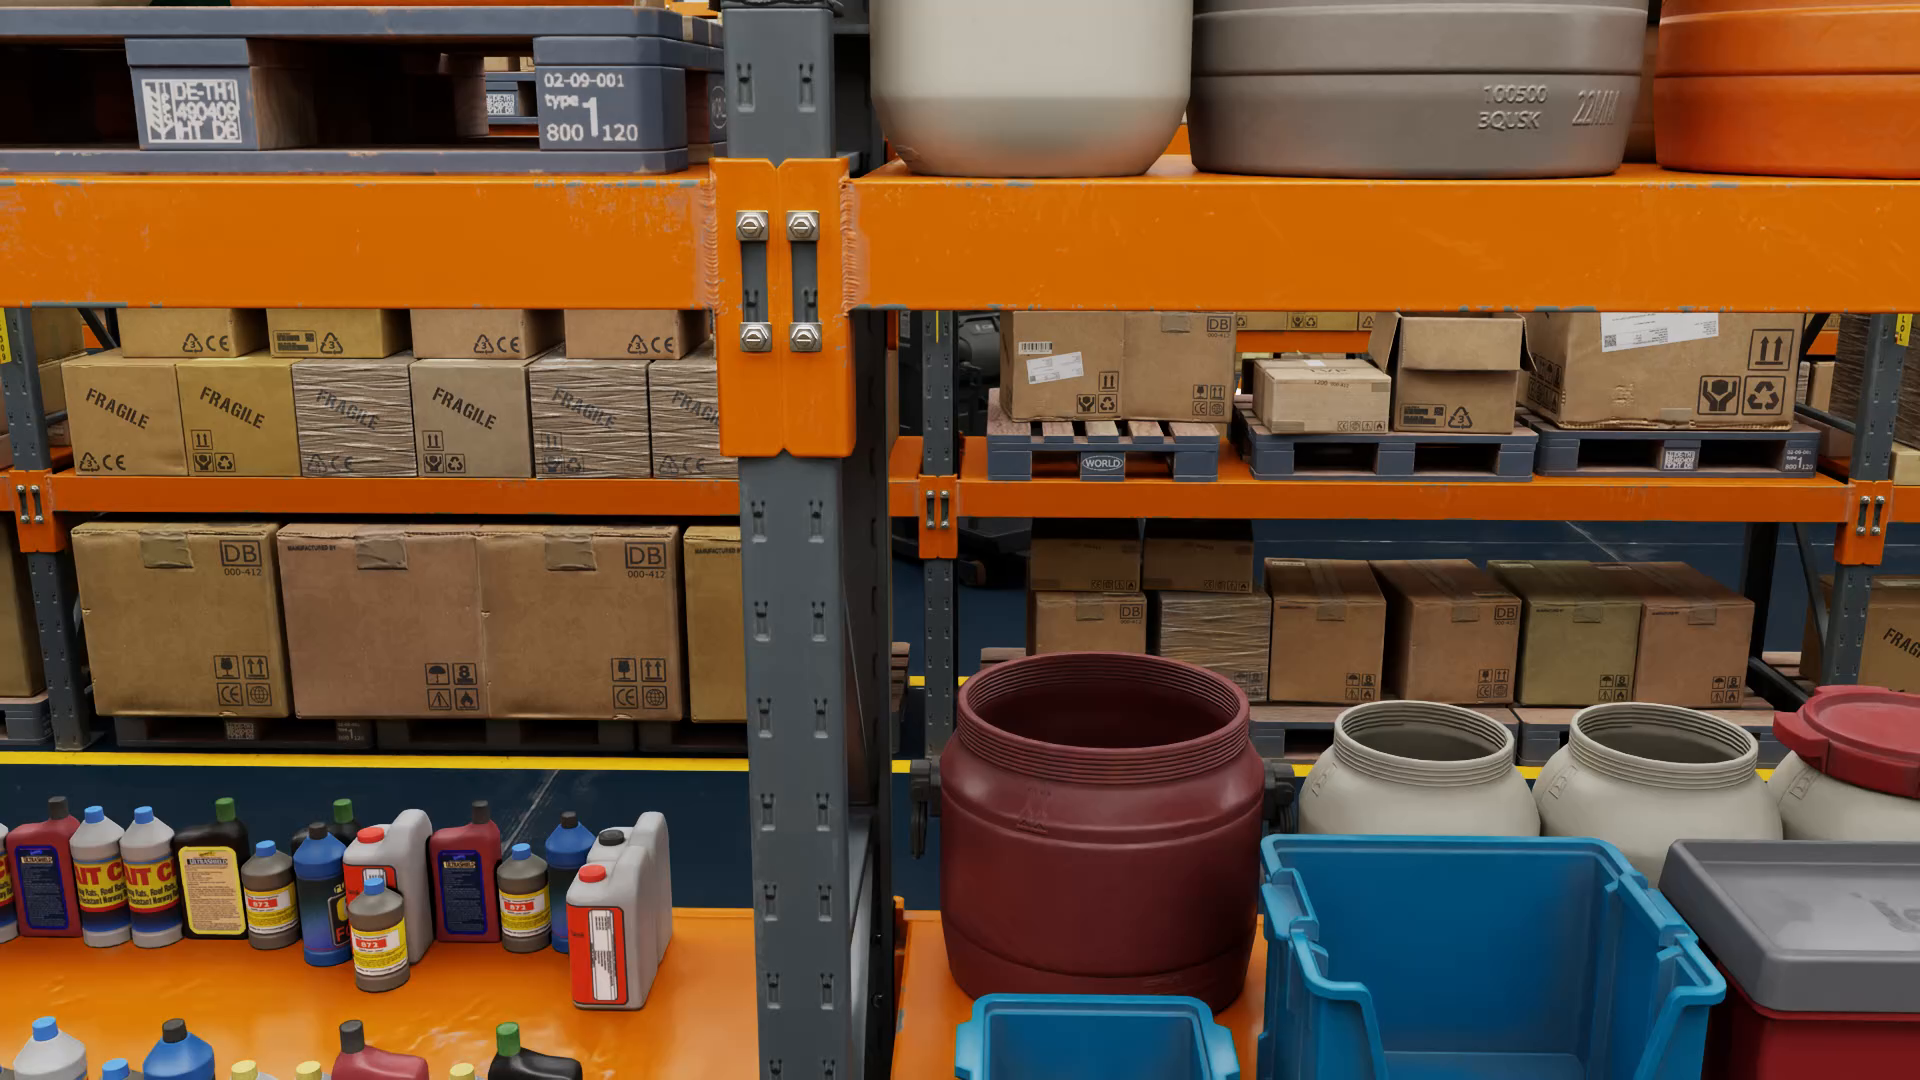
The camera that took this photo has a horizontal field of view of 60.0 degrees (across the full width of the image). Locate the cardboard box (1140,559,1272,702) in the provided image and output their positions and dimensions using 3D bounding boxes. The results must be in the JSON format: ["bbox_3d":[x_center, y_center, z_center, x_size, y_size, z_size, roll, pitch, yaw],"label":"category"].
[{"bbox_3d":[1.141,0.420,7.906,0.500,0.500,0.700,-1,15,-3],"label":"cardboard box"}]

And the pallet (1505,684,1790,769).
[{"bbox_3d":[3.137,0.794,7.916,1.213,0.211,1.003,0,15,1],"label":"pallet"}]

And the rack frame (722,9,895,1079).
[{"bbox_3d":[-0.210,0.688,2.854,0.127,3.000,1.000,0,15,1],"label":"rack frame"}]

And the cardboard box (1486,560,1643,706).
[{"bbox_3d":[2.825,0.429,7.871,0.500,0.500,0.700,0,15,1],"label":"cardboard box"}]

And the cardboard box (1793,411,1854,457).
[{"bbox_3d":[4.137,-0.502,7.854,0.250,0.149,0.380,0,15,1],"label":"cardboard box"}]

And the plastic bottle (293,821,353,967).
[{"bbox_3d":[-1.214,0.669,3.175,0.097,0.271,0.097,0,15,0],"label":"plastic bottle"}]

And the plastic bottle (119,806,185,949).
[{"bbox_3d":[-1.576,0.651,3.243,0.097,0.271,0.097,0,15,0],"label":"plastic bottle"}]

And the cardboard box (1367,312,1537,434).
[{"bbox_3d":[2.180,-0.790,7.429,0.637,0.503,0.797,2,15,7],"label":"cardboard box"}]

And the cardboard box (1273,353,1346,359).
[{"bbox_3d":[3.644,-2.012,17.414,0.625,0.372,0.950,1,15,2],"label":"cardboard box"}]

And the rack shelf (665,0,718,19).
[{"bbox_3d":[-1.707,-6.741,21.445,4.000,0.370,1.077,0,15,1],"label":"rack shelf"}]

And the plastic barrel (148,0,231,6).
[{"bbox_3d":[-1.264,-0.956,2.686,0.294,0.245,0.294,0,15,0],"label":"plastic barrel"}]

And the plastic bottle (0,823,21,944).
[{"bbox_3d":[-1.904,0.649,3.251,0.097,0.271,0.097,0,15,0],"label":"plastic bottle"}]

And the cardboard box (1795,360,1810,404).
[{"bbox_3d":[5.671,-0.963,12.450,0.875,0.875,0.875,0,15,2],"label":"cardboard box"}]

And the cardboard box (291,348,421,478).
[{"bbox_3d":[-2.626,-0.577,7.450,0.500,0.500,0.500,0,15,0],"label":"cardboard box"}]

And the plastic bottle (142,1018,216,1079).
[{"bbox_3d":[-1.166,0.848,2.499,0.097,0.271,0.097,0,15,0],"label":"plastic bottle"}]

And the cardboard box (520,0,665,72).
[{"bbox_3d":[-1.561,-2.246,7.074,0.500,0.500,0.500,1,15,4],"label":"cardboard box"}]

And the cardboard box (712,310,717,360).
[{"bbox_3d":[-0.814,-1.118,7.534,0.637,0.503,0.797,1,15,3],"label":"cardboard box"}]

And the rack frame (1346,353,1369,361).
[{"bbox_3d":[4.168,-3.077,17.122,0.127,3.000,1.000,0,15,1],"label":"rack frame"}]

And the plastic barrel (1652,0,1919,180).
[{"bbox_3d":[1.259,-0.906,2.170,0.708,0.830,0.600,0,15,1],"label":"plastic barrel"}]

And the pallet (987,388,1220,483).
[{"bbox_3d":[0.631,-0.505,7.751,1.003,0.211,1.213,0,15,1],"label":"pallet"}]

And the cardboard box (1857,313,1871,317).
[{"bbox_3d":[4.372,-1.292,7.619,0.500,0.500,0.500,0,15,1],"label":"cardboard box"}]

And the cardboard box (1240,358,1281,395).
[{"bbox_3d":[2.555,-0.917,12.524,0.750,0.750,1.050,0,15,1],"label":"cardboard box"}]

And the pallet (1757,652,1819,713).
[{"bbox_3d":[4.587,0.794,7.916,1.213,0.211,1.003,0,15,1],"label":"pallet"}]

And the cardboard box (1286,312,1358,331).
[{"bbox_3d":[2.604,-1.804,12.101,0.500,0.500,0.500,1,15,2],"label":"cardboard box"}]

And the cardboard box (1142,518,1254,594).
[{"bbox_3d":[1.117,0.055,7.818,0.500,0.250,0.500,2,15,8],"label":"cardboard box"}]

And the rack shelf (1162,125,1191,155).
[{"bbox_3d":[1.915,-1.665,7.301,4.000,0.370,1.077,0,15,1],"label":"rack shelf"}]

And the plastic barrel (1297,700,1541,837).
[{"bbox_3d":[0.823,0.586,3.021,0.421,0.512,0.421,0,15,0],"label":"plastic barrel"}]

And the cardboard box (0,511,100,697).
[{"bbox_3d":[-4.740,0.198,8.051,0.875,0.875,0.875,0,15,1],"label":"cardboard box"}]

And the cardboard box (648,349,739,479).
[{"bbox_3d":[-1.082,-0.569,7.419,0.500,0.500,0.500,0,15,1],"label":"cardboard box"}]

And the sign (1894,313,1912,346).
[{"bbox_3d":[3.904,-0.968,6.858,0.005,0.325,0.100,0,15,1],"label":"sign"}]

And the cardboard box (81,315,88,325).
[{"bbox_3d":[-6.482,-1.703,12.409,0.250,0.149,0.380,0,15,1],"label":"cardboard box"}]

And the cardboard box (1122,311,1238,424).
[{"bbox_3d":[1.018,-0.855,7.683,0.500,0.500,0.700,3,15,10],"label":"cardboard box"}]

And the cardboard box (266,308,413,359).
[{"bbox_3d":[-2.758,-1.126,7.564,0.637,0.503,0.797,1,15,2],"label":"cardboard box"}]

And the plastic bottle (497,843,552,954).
[{"bbox_3d":[-0.847,0.690,3.234,0.097,0.201,0.097,0,15,0],"label":"plastic bottle"}]

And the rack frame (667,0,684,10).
[{"bbox_3d":[-3.706,-7.295,21.352,0.127,3.000,1.000,0,15,1],"label":"rack frame"}]

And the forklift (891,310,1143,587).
[{"bbox_3d":[0.306,-1.268,10.401,1.130,2.935,3.031,-11,19,-37],"label":"forklift"}]

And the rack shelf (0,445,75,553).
[{"bbox_3d":[-6.082,-0.267,7.881,4.000,0.370,1.077,0,15,1],"label":"rack shelf"}]

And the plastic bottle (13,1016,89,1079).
[{"bbox_3d":[-1.360,0.846,2.504,0.097,0.271,0.097,0,15,0],"label":"plastic bottle"}]

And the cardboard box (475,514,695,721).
[{"bbox_3d":[-1.664,0.231,7.926,0.875,0.875,1.225,0,15,2],"label":"cardboard box"}]

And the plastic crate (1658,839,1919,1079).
[{"bbox_3d":[1.397,0.745,2.510,0.583,0.464,0.402,0,15,1],"label":"plastic crate"}]

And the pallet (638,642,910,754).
[{"bbox_3d":[-0.870,0.748,8.089,1.213,0.211,1.003,0,15,1],"label":"pallet"}]

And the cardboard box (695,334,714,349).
[{"bbox_3d":[-1.078,-0.699,7.914,0.500,0.500,0.500,0,15,0],"label":"cardboard box"}]

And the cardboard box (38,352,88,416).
[{"bbox_3d":[-4.546,-0.743,7.986,0.500,0.250,0.500,0,15,0],"label":"cardboard box"}]

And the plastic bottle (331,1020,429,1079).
[{"bbox_3d":[-0.856,0.849,2.472,0.133,0.283,0.061,0,15,1],"label":"plastic bottle"}]

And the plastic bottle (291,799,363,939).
[{"bbox_3d":[-1.230,0.643,3.251,0.133,0.283,0.061,0,15,1],"label":"plastic bottle"}]

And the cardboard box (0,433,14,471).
[{"bbox_3d":[-4.396,-0.399,7.463,0.250,0.149,0.380,0,15,2],"label":"cardboard box"}]

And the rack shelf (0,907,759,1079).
[{"bbox_3d":[-2.210,1.022,2.995,4.000,0.370,1.077,0,15,1],"label":"rack shelf"}]

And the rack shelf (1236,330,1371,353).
[{"bbox_3d":[2.143,-1.479,12.476,4.000,0.370,1.077,0,15,1],"label":"rack shelf"}]
